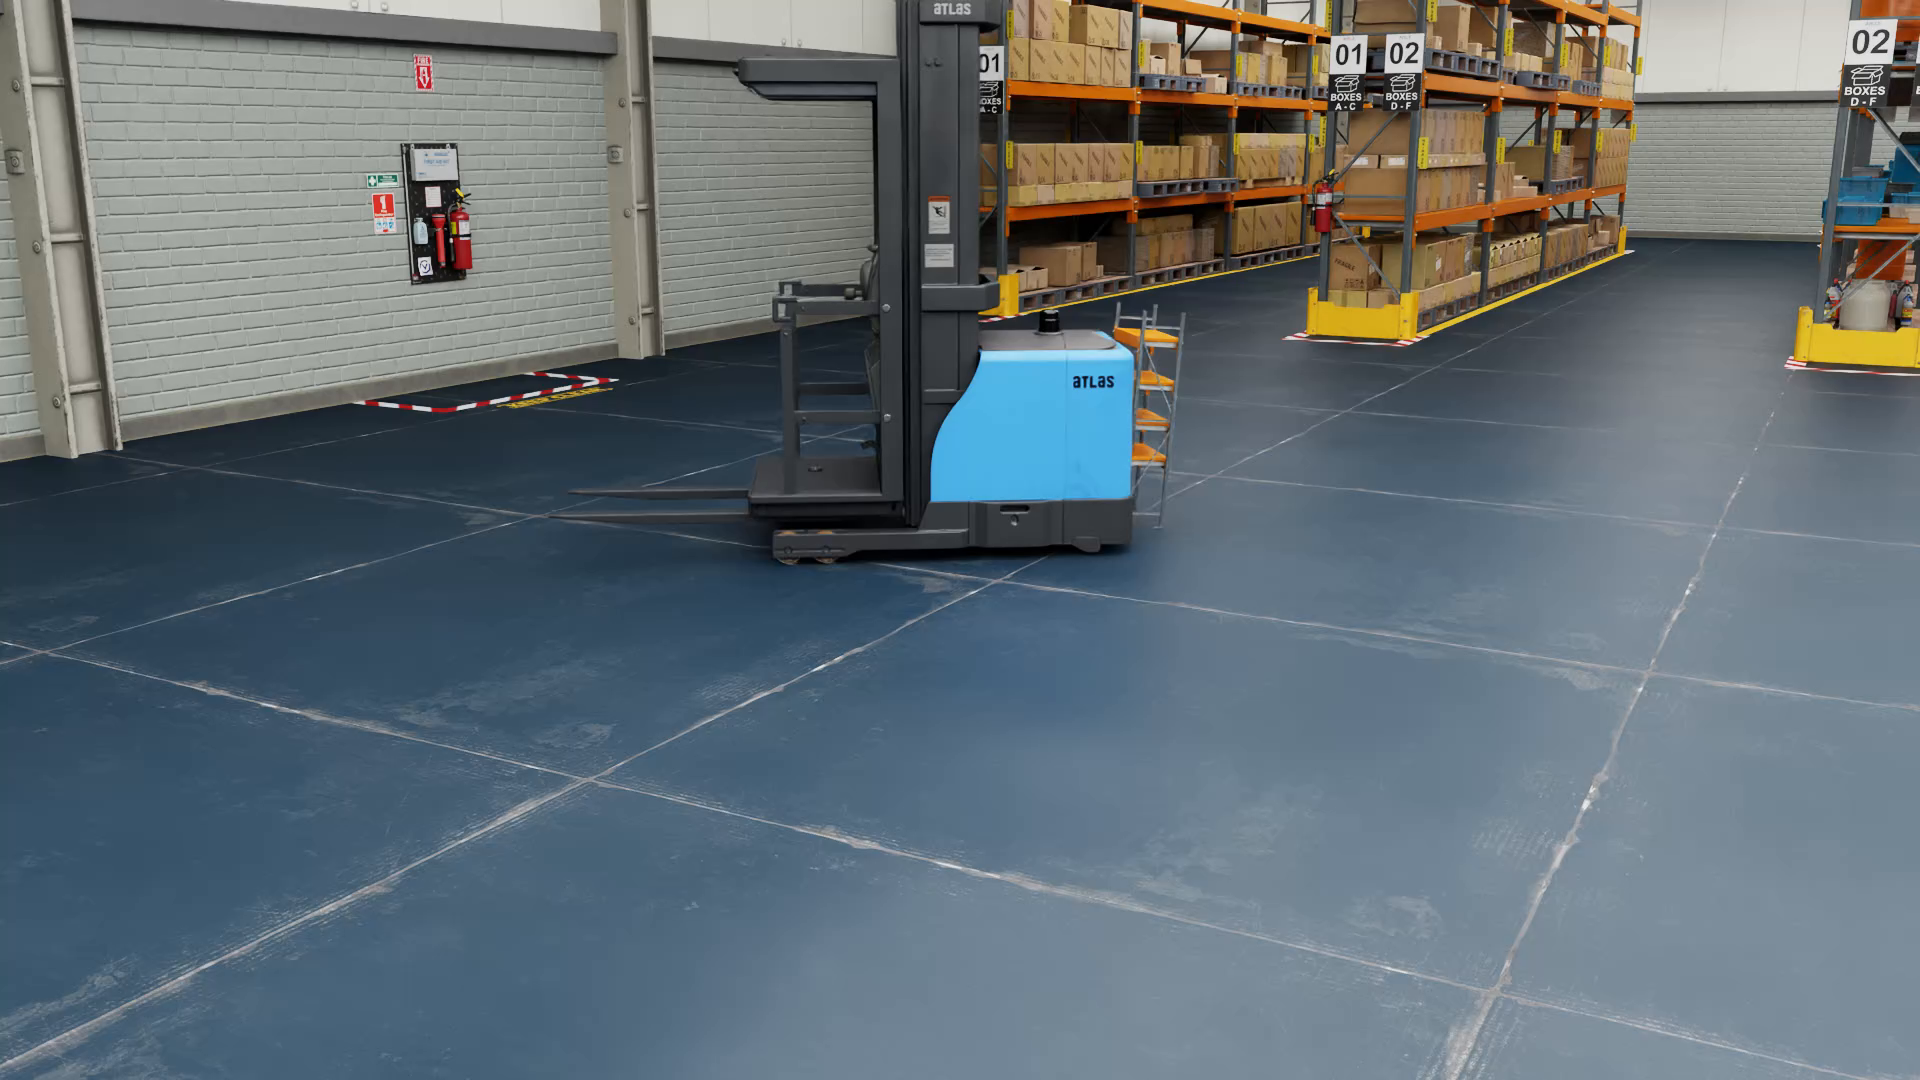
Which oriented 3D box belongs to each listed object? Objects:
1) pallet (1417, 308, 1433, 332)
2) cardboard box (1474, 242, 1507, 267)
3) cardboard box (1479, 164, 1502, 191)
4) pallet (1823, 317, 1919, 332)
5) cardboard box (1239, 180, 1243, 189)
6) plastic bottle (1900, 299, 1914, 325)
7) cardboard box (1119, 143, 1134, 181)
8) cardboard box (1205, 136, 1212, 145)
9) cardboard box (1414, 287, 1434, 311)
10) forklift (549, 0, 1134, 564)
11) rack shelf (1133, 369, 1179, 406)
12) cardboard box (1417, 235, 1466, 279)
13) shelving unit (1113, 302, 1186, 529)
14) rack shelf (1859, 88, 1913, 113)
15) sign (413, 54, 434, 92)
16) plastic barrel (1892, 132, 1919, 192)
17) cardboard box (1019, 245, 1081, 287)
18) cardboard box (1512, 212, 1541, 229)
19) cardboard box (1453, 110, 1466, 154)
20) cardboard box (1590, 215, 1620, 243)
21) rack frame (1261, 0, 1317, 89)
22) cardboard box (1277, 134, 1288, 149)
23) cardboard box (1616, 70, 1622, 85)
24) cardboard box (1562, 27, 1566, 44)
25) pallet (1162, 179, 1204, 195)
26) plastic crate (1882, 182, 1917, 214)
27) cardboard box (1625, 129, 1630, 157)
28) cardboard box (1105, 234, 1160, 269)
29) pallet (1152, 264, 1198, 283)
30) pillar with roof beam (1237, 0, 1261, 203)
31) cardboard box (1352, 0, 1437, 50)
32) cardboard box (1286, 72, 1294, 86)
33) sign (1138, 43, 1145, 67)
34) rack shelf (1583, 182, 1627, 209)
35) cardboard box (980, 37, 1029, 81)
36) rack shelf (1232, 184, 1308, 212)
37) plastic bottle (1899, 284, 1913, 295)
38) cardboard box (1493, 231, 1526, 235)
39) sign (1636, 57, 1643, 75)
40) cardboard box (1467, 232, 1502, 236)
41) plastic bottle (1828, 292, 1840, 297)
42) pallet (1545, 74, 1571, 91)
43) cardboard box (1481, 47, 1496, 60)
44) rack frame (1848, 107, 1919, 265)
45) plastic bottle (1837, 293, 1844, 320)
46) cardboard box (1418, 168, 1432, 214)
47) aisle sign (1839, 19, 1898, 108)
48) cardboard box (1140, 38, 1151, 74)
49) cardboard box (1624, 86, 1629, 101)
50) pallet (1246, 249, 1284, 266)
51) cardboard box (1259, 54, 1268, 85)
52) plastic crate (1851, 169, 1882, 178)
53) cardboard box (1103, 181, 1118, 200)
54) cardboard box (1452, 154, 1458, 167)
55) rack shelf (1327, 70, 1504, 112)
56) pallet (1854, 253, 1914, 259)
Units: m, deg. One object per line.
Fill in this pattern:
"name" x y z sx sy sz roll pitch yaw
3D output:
"pallet" 4.789 -2.538 19.111 1.003 0.211 1.213 7 15 28
"cardboard box" 7.054 -3.852 22.383 0.500 0.311 0.500 7 15 27
"cardboard box" 7.030 -4.865 22.601 0.500 0.500 0.500 9 16 32
"pallet" 9.774 -2.251 17.920 1.003 0.211 1.213 7 15 28
"cardboard box" 4.477 -5.914 27.656 0.380 0.149 0.250 8 16 29
"plastic bottle" 9.940 -2.394 17.448 0.097 0.271 0.097 0 14 0
"cardboard box" 2.094 -5.283 23.223 0.500 0.500 0.500 7 15 28
"cardboard box" 3.845 -6.438 26.800 0.380 0.149 0.250 5 15 21
"cardboard box" 5.149 -2.787 19.166 0.500 0.250 0.500 7 15 28
"forklift" -0.638 -1.431 8.716 3.031 2.935 1.130 -1 14 -4
"rack shelf" 1.024 -0.860 9.334 0.258 0.148 0.480 2 13 -12
"cardboard box" 5.867 -3.461 20.359 0.500 0.500 0.500 7 15 28
"shelving unit" 1.012 -0.707 9.368 0.258 1.200 0.503 2 13 -12
"rack shelf" 11.691 -5.510 20.622 1.077 0.370 4.000 7 15 28
"sign" -4.520 -3.937 14.018 0.001 0.298 0.199 7 15 28
"plastic barrel" 11.176 -4.279 19.315 0.600 0.901 0.708 7 15 28
"cardboard box" 1.205 -3.685 22.313 0.700 0.500 0.500 6 15 25
"cardboard box" 9.085 -5.178 26.904 0.500 0.250 0.500 7 15 27
"cardboard box" 5.695 -4.934 20.117 0.700 0.500 0.500 7 15 28
"cardboard box" 12.144 -5.874 31.393 0.500 0.500 0.500 7 15 28
"rack frame" 5.919 -9.671 29.948 1.000 3.000 0.127 7 15 28
"cardboard box" 5.415 -6.989 29.132 0.500 0.250 0.500 8 16 29
"cardboard box" 11.443 -8.201 29.503 0.500 0.250 0.500 7 15 28
"cardboard box" 9.033 -7.664 25.678 0.500 0.500 0.500 7 15 28
"pallet" 3.064 -5.430 25.566 1.003 0.211 1.213 7 15 28
"plastic crate" 10.360 -3.868 18.809 0.767 0.338 0.504 7 15 28
"cardboard box" 12.217 -7.427 31.093 0.500 0.500 0.500 7 15 28
"cardboard box" 2.599 -4.377 25.182 0.700 0.500 0.500 7 15 27
"pallet" 3.016 -4.169 25.875 1.003 0.211 1.213 7 15 28
"pillar with roof beam" 9.269 -9.425 28.927 9.100 9.000 0.400 7 15 28
"cardboard box" 4.738 -5.630 18.172 0.797 0.503 0.637 9 16 32
"cardboard box" 6.045 -8.560 30.949 0.500 0.250 0.500 8 15 29
"sign" 2.530 -6.763 23.182 0.100 0.325 0.005 7 15 28
"rack shelf" 11.224 -6.255 30.112 1.077 0.370 4.000 7 15 28
"cardboard box" 0.499 -5.849 20.240 0.500 0.500 0.500 8 16 30
"rack shelf" 4.952 -5.995 29.033 1.077 0.370 4.000 7 15 28
"plastic bottle" 10.416 -2.646 18.324 0.144 0.351 0.185 7 15 28
"cardboard box" 8.570 -4.591 26.070 0.500 0.500 0.500 8 16 30
"sign" 12.667 -8.836 30.997 0.100 0.325 0.005 7 15 28
"cardboard box" 7.813 -4.439 24.822 0.500 0.311 0.500 8 16 30
"plastic bottle" 9.508 -2.563 18.139 0.152 0.276 0.135 7 15 26
"pallet" 8.074 -6.590 23.973 1.213 0.211 1.003 8 16 31
"cardboard box" 6.696 -6.268 21.655 0.500 0.250 0.500 9 16 34
"rack frame" 14.592 -5.632 25.995 1.000 3.000 0.127 7 15 28
"plastic bottle" 9.534 -2.527 17.971 0.061 0.283 0.133 7 15 28
"cardboard box" 4.943 -3.983 18.943 0.700 0.500 0.500 8 16 29
"aisle sign" 8.496 -4.453 15.557 0.394 0.787 0.004 7 15 28
"cardboard box" 2.386 -6.927 23.858 0.500 0.500 0.500 10 17 36
"cardboard box" 11.922 -8.163 30.415 0.500 0.250 0.500 7 15 28
"pallet" 5.023 -4.981 29.243 1.003 0.211 1.213 7 15 28
"cardboard box" 4.887 -8.090 28.639 0.700 0.500 0.500 7 15 28
"plastic crate" 10.691 -4.156 19.735 0.402 0.464 0.583 7 15 28
"cardboard box" 1.840 -4.817 22.892 0.500 0.250 0.500 7 15 28
"cardboard box" 5.705 -4.521 19.791 0.380 0.149 0.250 8 16 30
"rack shelf" 5.423 -5.251 19.549 1.077 0.370 4.000 7 15 28
"pallet" 15.502 -4.683 28.008 1.003 0.211 1.213 7 15 28
